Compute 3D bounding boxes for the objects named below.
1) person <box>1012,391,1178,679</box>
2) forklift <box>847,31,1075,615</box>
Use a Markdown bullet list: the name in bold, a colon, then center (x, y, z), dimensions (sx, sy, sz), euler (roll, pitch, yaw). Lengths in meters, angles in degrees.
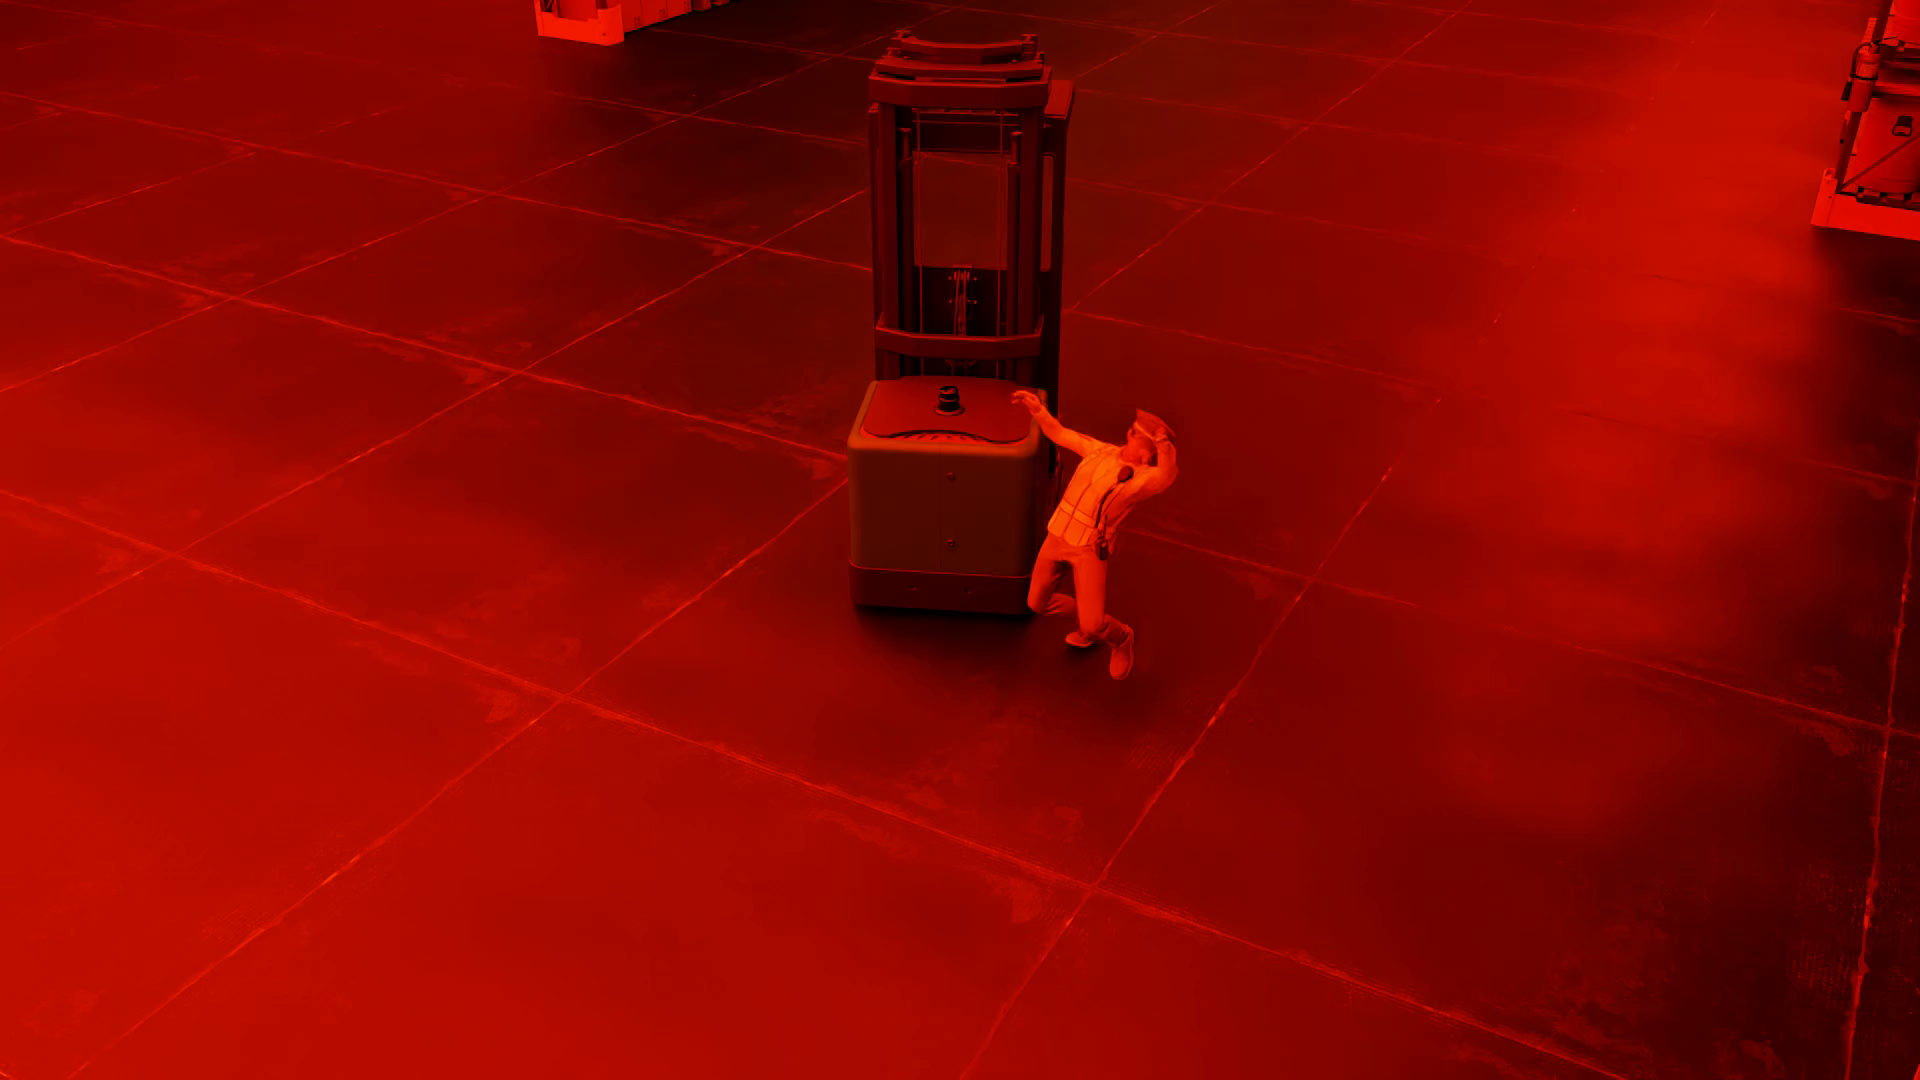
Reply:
- **person**: center (0.774, -0.024, 8.513), dimensions (0.755, 1.540, 0.876), euler (-22, 36, -33)
- **forklift**: center (0.072, -1.572, 9.794), dimensions (1.130, 2.935, 3.031), euler (3, 30, 6)
